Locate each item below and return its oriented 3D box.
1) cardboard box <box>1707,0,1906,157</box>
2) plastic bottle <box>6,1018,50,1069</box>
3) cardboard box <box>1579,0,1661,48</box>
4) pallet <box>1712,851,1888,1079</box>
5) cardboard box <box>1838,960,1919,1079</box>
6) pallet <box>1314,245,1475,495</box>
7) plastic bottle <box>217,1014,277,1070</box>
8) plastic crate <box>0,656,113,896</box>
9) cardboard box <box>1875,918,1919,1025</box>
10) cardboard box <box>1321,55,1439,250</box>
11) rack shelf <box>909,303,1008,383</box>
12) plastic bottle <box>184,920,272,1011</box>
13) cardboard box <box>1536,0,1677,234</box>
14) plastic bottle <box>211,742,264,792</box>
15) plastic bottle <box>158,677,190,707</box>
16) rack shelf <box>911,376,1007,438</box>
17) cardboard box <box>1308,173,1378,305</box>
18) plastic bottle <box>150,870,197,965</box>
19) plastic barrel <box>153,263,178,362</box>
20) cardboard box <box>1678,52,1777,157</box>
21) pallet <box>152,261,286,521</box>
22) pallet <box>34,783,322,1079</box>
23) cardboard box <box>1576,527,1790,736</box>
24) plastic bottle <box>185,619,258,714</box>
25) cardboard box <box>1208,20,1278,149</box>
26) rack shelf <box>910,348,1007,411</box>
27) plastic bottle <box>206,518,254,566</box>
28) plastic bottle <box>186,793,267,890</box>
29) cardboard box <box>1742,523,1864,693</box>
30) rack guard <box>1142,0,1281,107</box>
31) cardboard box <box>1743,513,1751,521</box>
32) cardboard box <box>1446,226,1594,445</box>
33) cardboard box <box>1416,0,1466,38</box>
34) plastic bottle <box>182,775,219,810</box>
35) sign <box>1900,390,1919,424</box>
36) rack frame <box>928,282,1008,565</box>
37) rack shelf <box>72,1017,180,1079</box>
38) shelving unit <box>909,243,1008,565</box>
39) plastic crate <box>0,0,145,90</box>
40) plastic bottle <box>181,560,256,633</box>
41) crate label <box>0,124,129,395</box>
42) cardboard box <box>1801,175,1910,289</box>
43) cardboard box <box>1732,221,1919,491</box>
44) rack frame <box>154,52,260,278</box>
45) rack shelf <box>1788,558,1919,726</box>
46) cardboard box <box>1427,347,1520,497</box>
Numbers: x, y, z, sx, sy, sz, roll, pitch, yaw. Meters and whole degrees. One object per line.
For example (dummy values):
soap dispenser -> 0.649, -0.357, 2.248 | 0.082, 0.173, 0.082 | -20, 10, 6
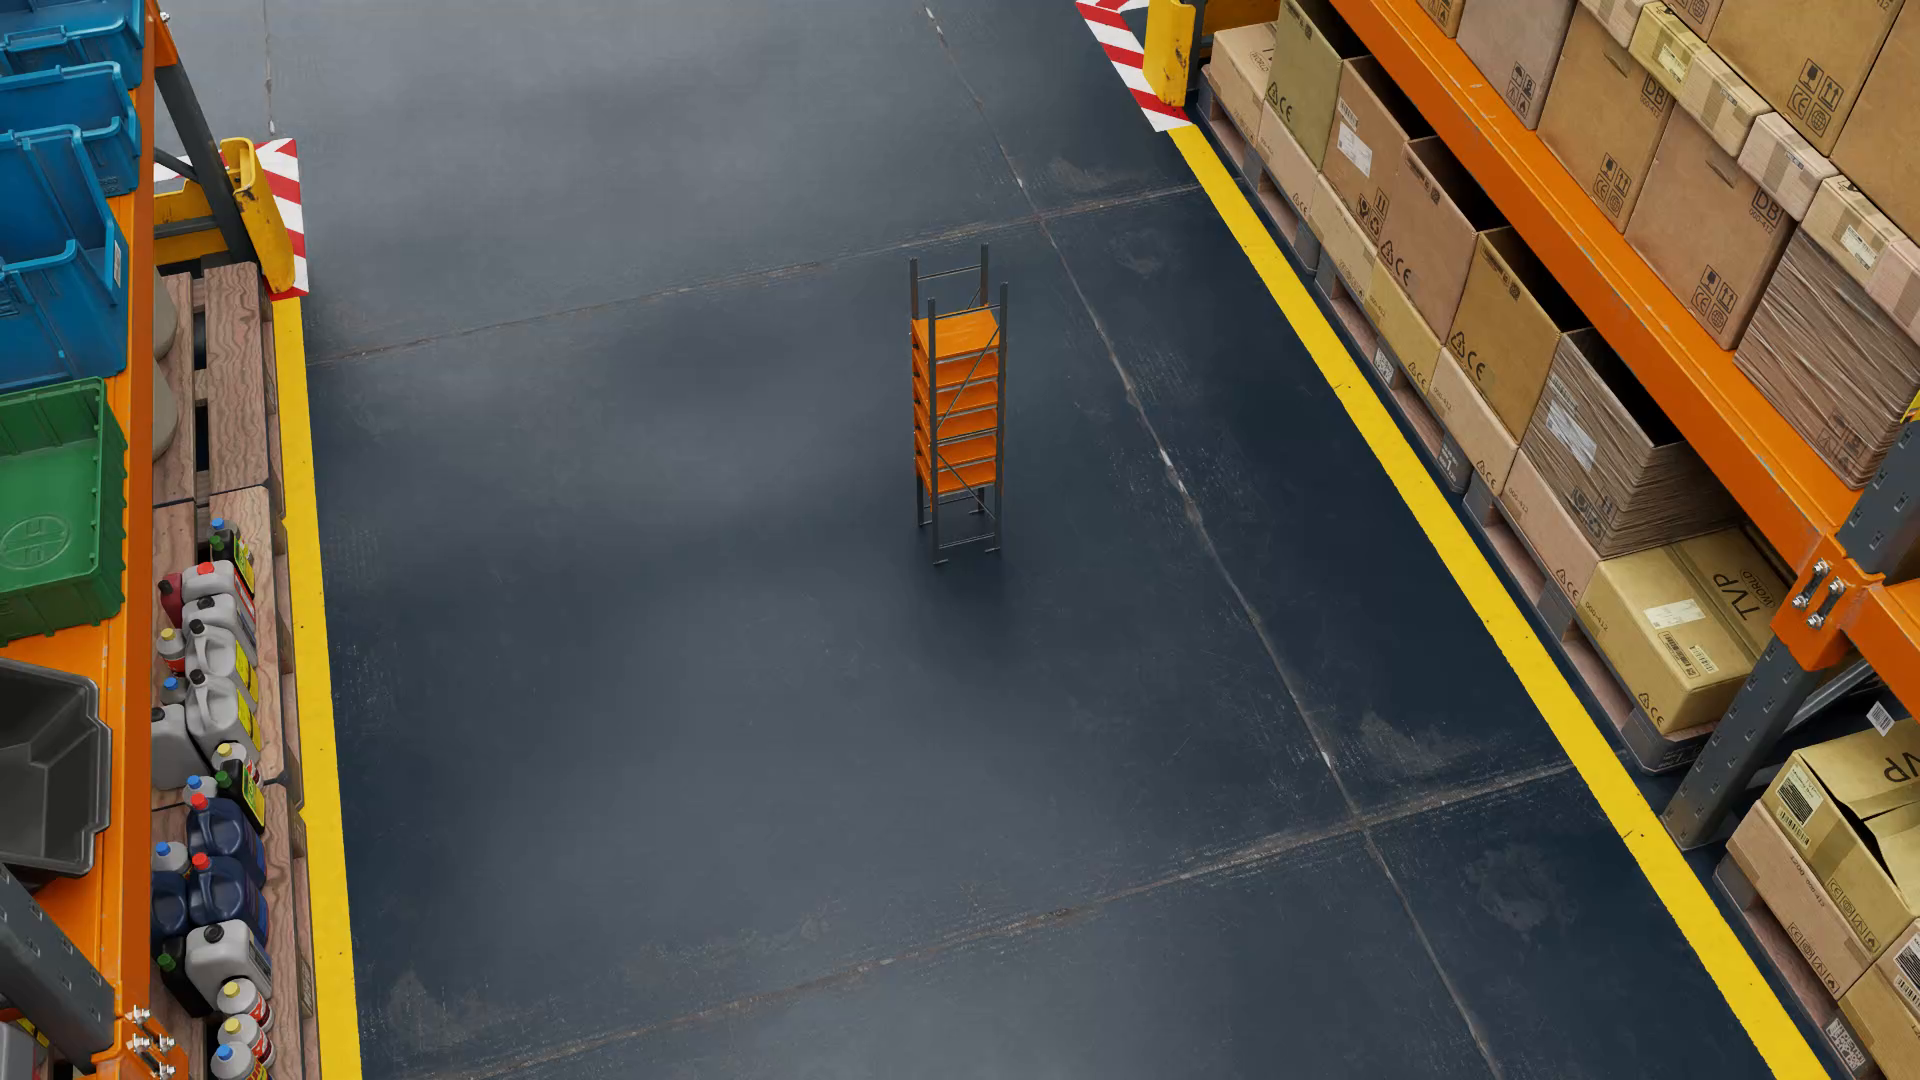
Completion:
cardboard box -> 2.322, -1.332, 3.997 | 0.700, 0.500, 0.500 | -13, 51, -11
plastic bottle -> -2.451, 1.201, 4.220 | 0.144, 0.351, 0.185 | -13, 51, -11
cardboard box -> 1.951, -1.509, 4.571 | 0.380, 0.149, 0.250 | -12, 51, -10
pallet -> 2.865, 1.238, 4.568 | 1.003, 0.211, 1.213 | -13, 51, -11
cardboard box -> 2.642, 1.285, 4.229 | 0.500, 0.250, 0.500 | -12, 51, -10
pallet -> 2.050, -0.774, 6.265 | 1.003, 0.211, 1.213 | -13, 51, -11
plastic bottle -> -1.828, 1.281, 4.251 | 0.097, 0.201, 0.097 | 0, 50, 0
plastic crate -> -2.156, 0.536, 3.377 | 0.767, 0.338, 0.504 | -13, 51, -11
cardboard box -> 2.637, 1.105, 4.014 | 0.500, 0.311, 0.500 | -14, 51, -11
cardboard box -> 1.683, -1.433, 6.030 | 0.500, 0.500, 0.500 | -13, 51, -11
rack shelf -> -0.004, -0.601, 5.059 | 0.258, 0.103, 0.180 | -13, 51, -11
plastic bottle -> -1.920, 1.101, 4.353 | 0.152, 0.276, 0.135 | -12, 51, -10
cardboard box -> 2.166, -1.296, 4.815 | 0.700, 0.500, 0.500 | -13, 51, -10
plastic bottle -> -2.082, 0.654, 4.779 | 0.097, 0.201, 0.097 | 0, 50, 0
plastic bottle -> -2.304, 0.479, 4.927 | 0.097, 0.201, 0.097 | 0, 50, 0
rack shelf -> -0.004, -0.446, 5.242 | 0.258, 0.103, 0.180 | -13, 51, -11
cardboard box -> 1.672, -1.189, 6.314 | 0.500, 0.250, 0.500 | -13, 51, -11
plastic bottle -> -2.103, 0.988, 4.400 | 0.144, 0.351, 0.185 | -13, 51, -11
plastic barrel -> -3.038, -0.864, 5.869 | 0.421, 0.512, 0.421 | 0, 50, 0
cardboard box -> 2.095, -1.145, 4.264 | 0.380, 0.149, 0.250 | -13, 51, -11
pallet -> -3.003, -0.456, 5.997 | 1.003, 0.211, 1.213 | -13, 51, -11
pallet -> -2.282, 1.326, 4.494 | 1.003, 0.211, 1.213 | -13, 51, -11
cardboard box -> 2.264, 0.271, 5.083 | 0.500, 0.250, 0.500 | -13, 51, -11
plastic bottle -> -2.202, 0.372, 4.920 | 0.144, 0.351, 0.185 | -11, 51, -9
cardboard box -> 1.373, -1.919, 6.929 | 0.500, 0.250, 0.500 | -13, 51, -11
rack shelf -> -0.004, -0.523, 5.151 | 0.258, 0.103, 0.180 | -13, 51, -11
plastic bottle -> -2.344, 0.008, 5.324 | 0.097, 0.201, 0.097 | 0, 50, 0
plastic bottle -> -2.021, 0.818, 4.543 | 0.144, 0.351, 0.185 | -15, 52, -13
cardboard box -> 2.762, 0.153, 5.182 | 0.500, 0.250, 0.500 | -13, 51, -11
rack guard -> 1.420, -2.323, 7.382 | 1.175, 0.500, 0.348 | -13, 51, -11
cardboard box -> 2.617, -0.454, 5.204 | 0.500, 0.500, 0.500 | -13, 51, -11
cardboard box -> 1.976, -0.702, 5.414 | 0.500, 0.500, 0.500 | -13, 51, -11
cardboard box -> 1.854, -2.054, 5.454 | 0.700, 0.500, 0.500 | -13, 51, -11
plastic bottle -> -2.100, 0.744, 4.657 | 0.097, 0.271, 0.097 | 0, 50, 0
sign -> 2.080, -0.368, 3.480 | 0.100, 0.325, 0.005 | -13, 51, -11
rack frame -> 0.023, -0.330, 5.244 | 0.240, 1.200, 0.006 | -13, 51, -11
rack shelf -> -1.531, 2.620, 2.050 | 1.077, 0.370, 4.000 | -13, 51, -11
shelving unit -> -0.004, -0.397, 5.300 | 0.258, 1.200, 0.189 | -13, 51, -11
plastic crate -> -2.872, -1.649, 5.275 | 0.499, 0.251, 0.616 | -13, 51, -11
plastic bottle -> -2.296, 0.174, 5.135 | 0.152, 0.276, 0.135 | -13, 51, -11
crate label -> -2.503, -0.723, 4.374 | 0.502, 0.435, 0.616 | -13, 51, -11
cardboard box -> 2.254, -0.763, 3.941 | 0.380, 0.149, 0.250 | -14, 51, -12
cardboard box -> 2.473, -0.545, 4.182 | 0.700, 0.500, 0.500 | -15, 51, -12
rack frame -> -3.306, -1.994, 5.469 | 1.000, 3.000, 0.127 | -13, 51, -11
rack shelf -> 3.201, 1.502, 2.992 | 1.077, 0.370, 4.000 | -13, 51, -11
cardboard box -> 1.964, -0.458, 5.698 | 0.500, 0.250, 0.500 | -13, 51, -11
